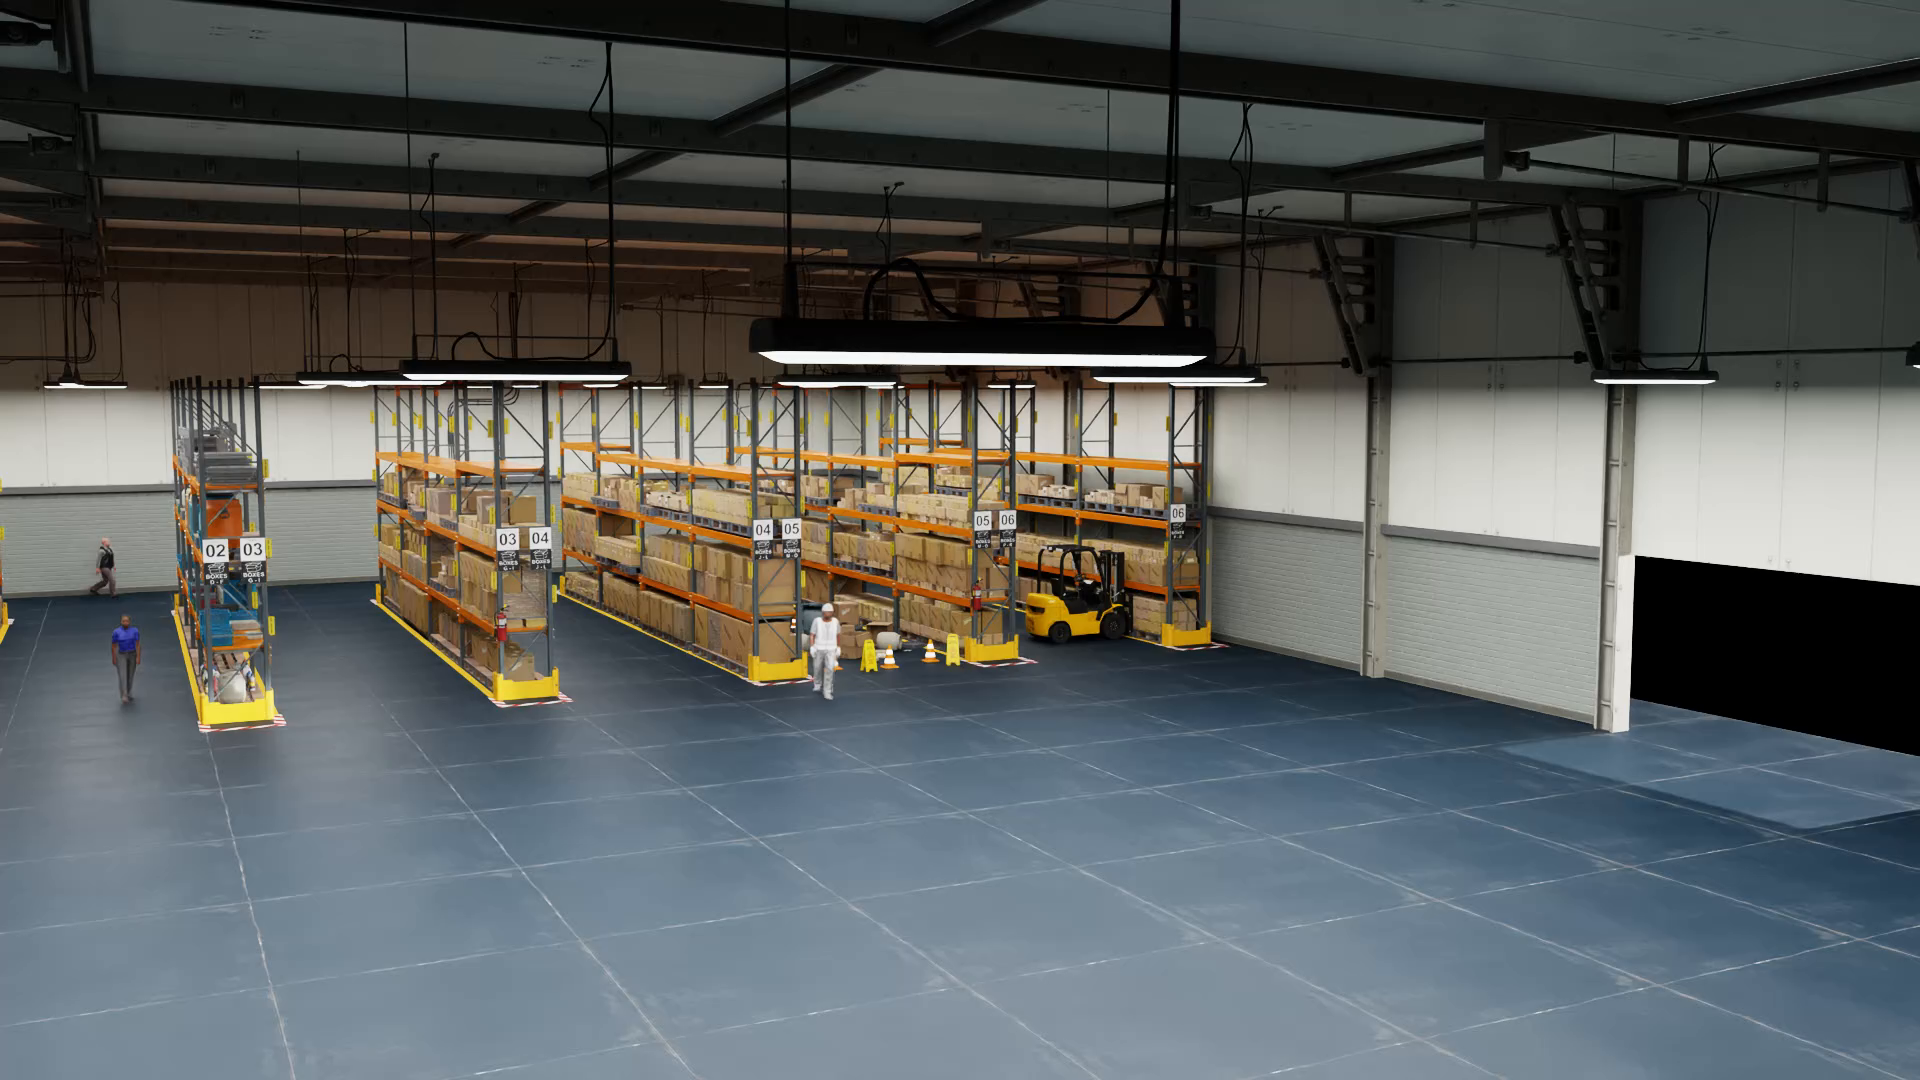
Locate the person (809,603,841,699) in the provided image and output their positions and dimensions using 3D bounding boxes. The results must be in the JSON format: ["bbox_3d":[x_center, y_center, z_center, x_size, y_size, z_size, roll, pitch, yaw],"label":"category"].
[{"bbox_3d":[-2.534,2.070,31.314,0.646,1.757,0.886,-2,5,-18],"label":"person"}]

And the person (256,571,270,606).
[{"bbox_3d":[-18.868,0.894,44.547,1.088,1.708,0.663,4,7,40],"label":"person"}]

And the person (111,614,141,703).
[{"bbox_3d":[-15.375,2.169,30.707,0.470,1.605,0.970,-5,7,-42],"label":"person"}]

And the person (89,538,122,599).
[{"bbox_3d":[-23.680,0.784,46.049,0.938,1.689,0.552,0,5,-2],"label":"person"}]
